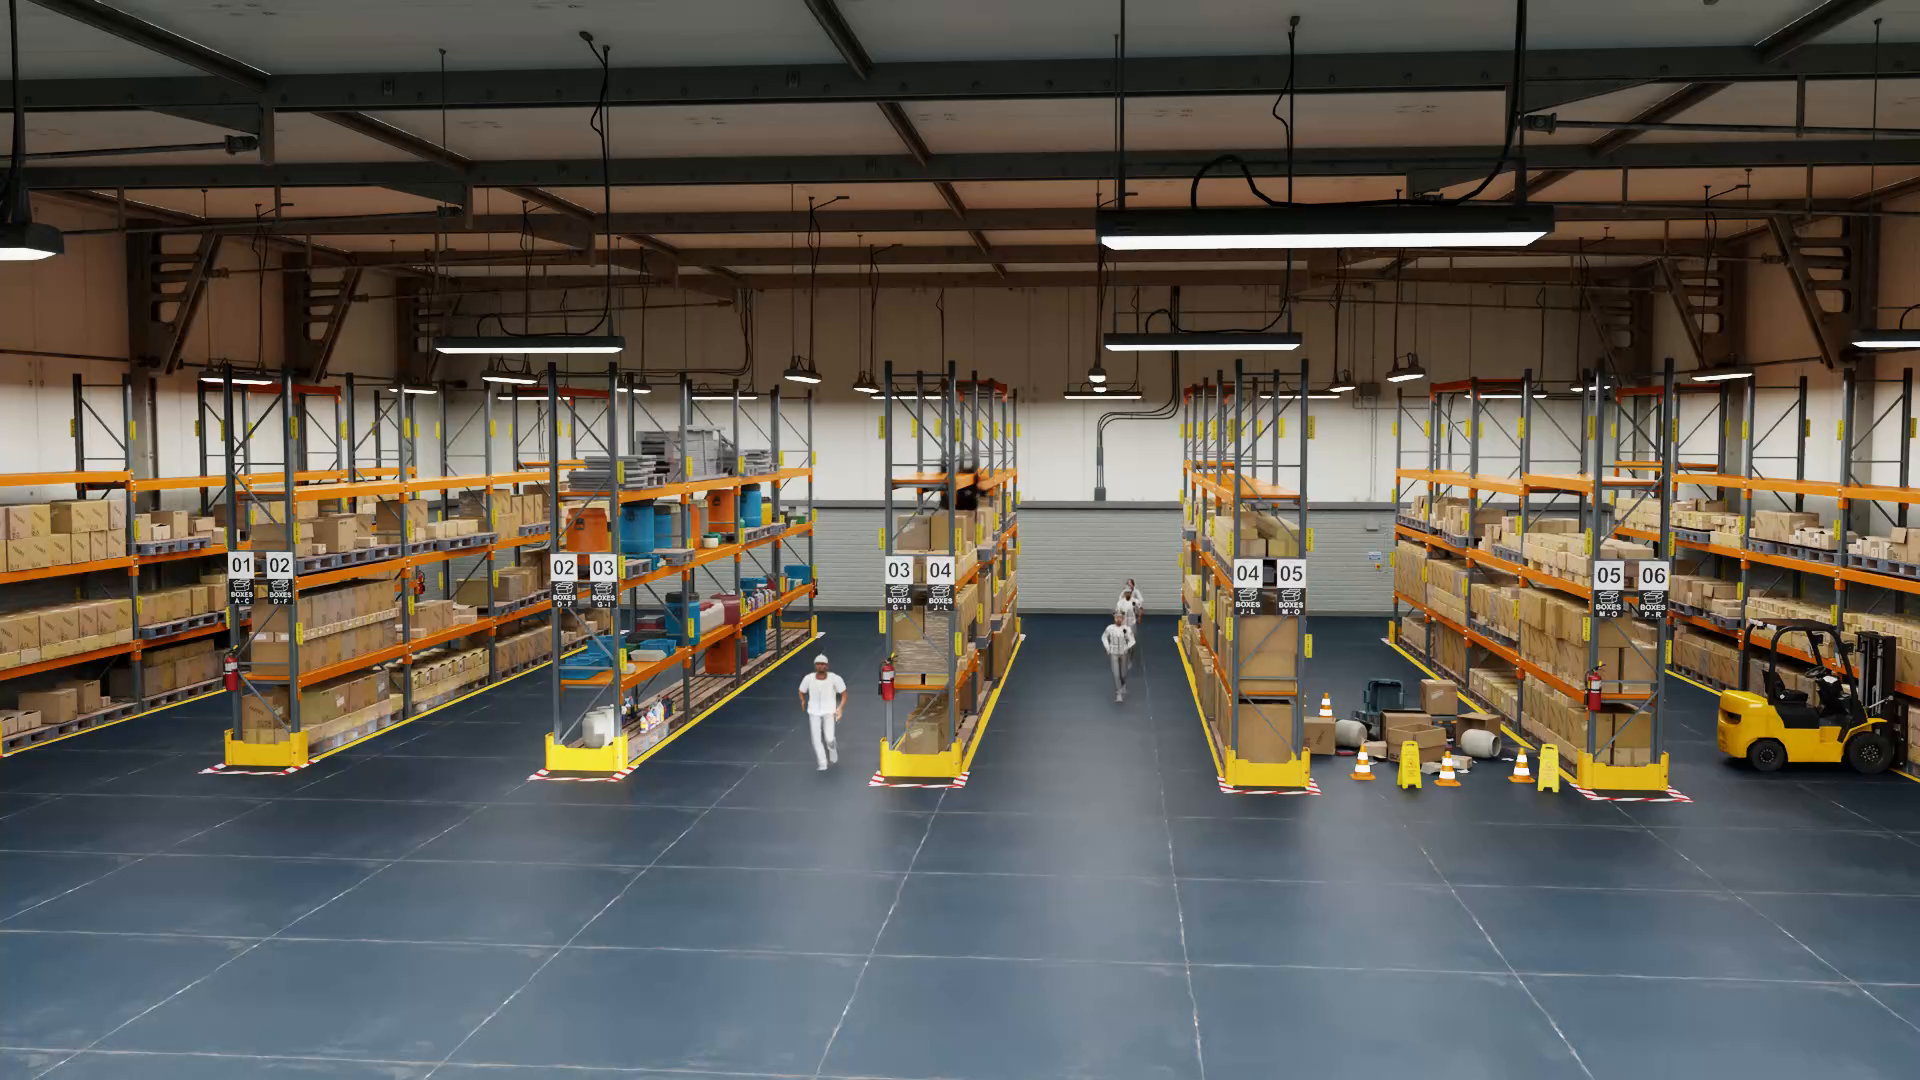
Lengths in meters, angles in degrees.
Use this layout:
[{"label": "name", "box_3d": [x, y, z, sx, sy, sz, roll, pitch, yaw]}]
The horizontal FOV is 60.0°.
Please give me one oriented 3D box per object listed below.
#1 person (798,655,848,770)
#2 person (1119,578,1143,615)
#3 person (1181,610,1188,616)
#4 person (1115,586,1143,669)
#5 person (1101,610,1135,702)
[{"label": "person", "box_3d": [-2.040, 2.547, 24.447, 0.733, 1.724, 0.565, 0, 4, 7]}, {"label": "person", "box_3d": [3.929, 1.671, 38.202, 0.548, 1.593, 0.839, 1, 4, 8]}, {"label": "person", "box_3d": [5.695, 1.530, 40.404, 0.563, 1.633, 0.544, -1, 4, -10]}, {"label": "person", "box_3d": [3.576, 1.838, 35.337, 0.582, 1.747, 0.832, 1, 4, 13]}, {"label": "person", "box_3d": [2.941, 2.127, 30.881, 0.627, 1.682, 0.745, 0, 4, 4]}]
